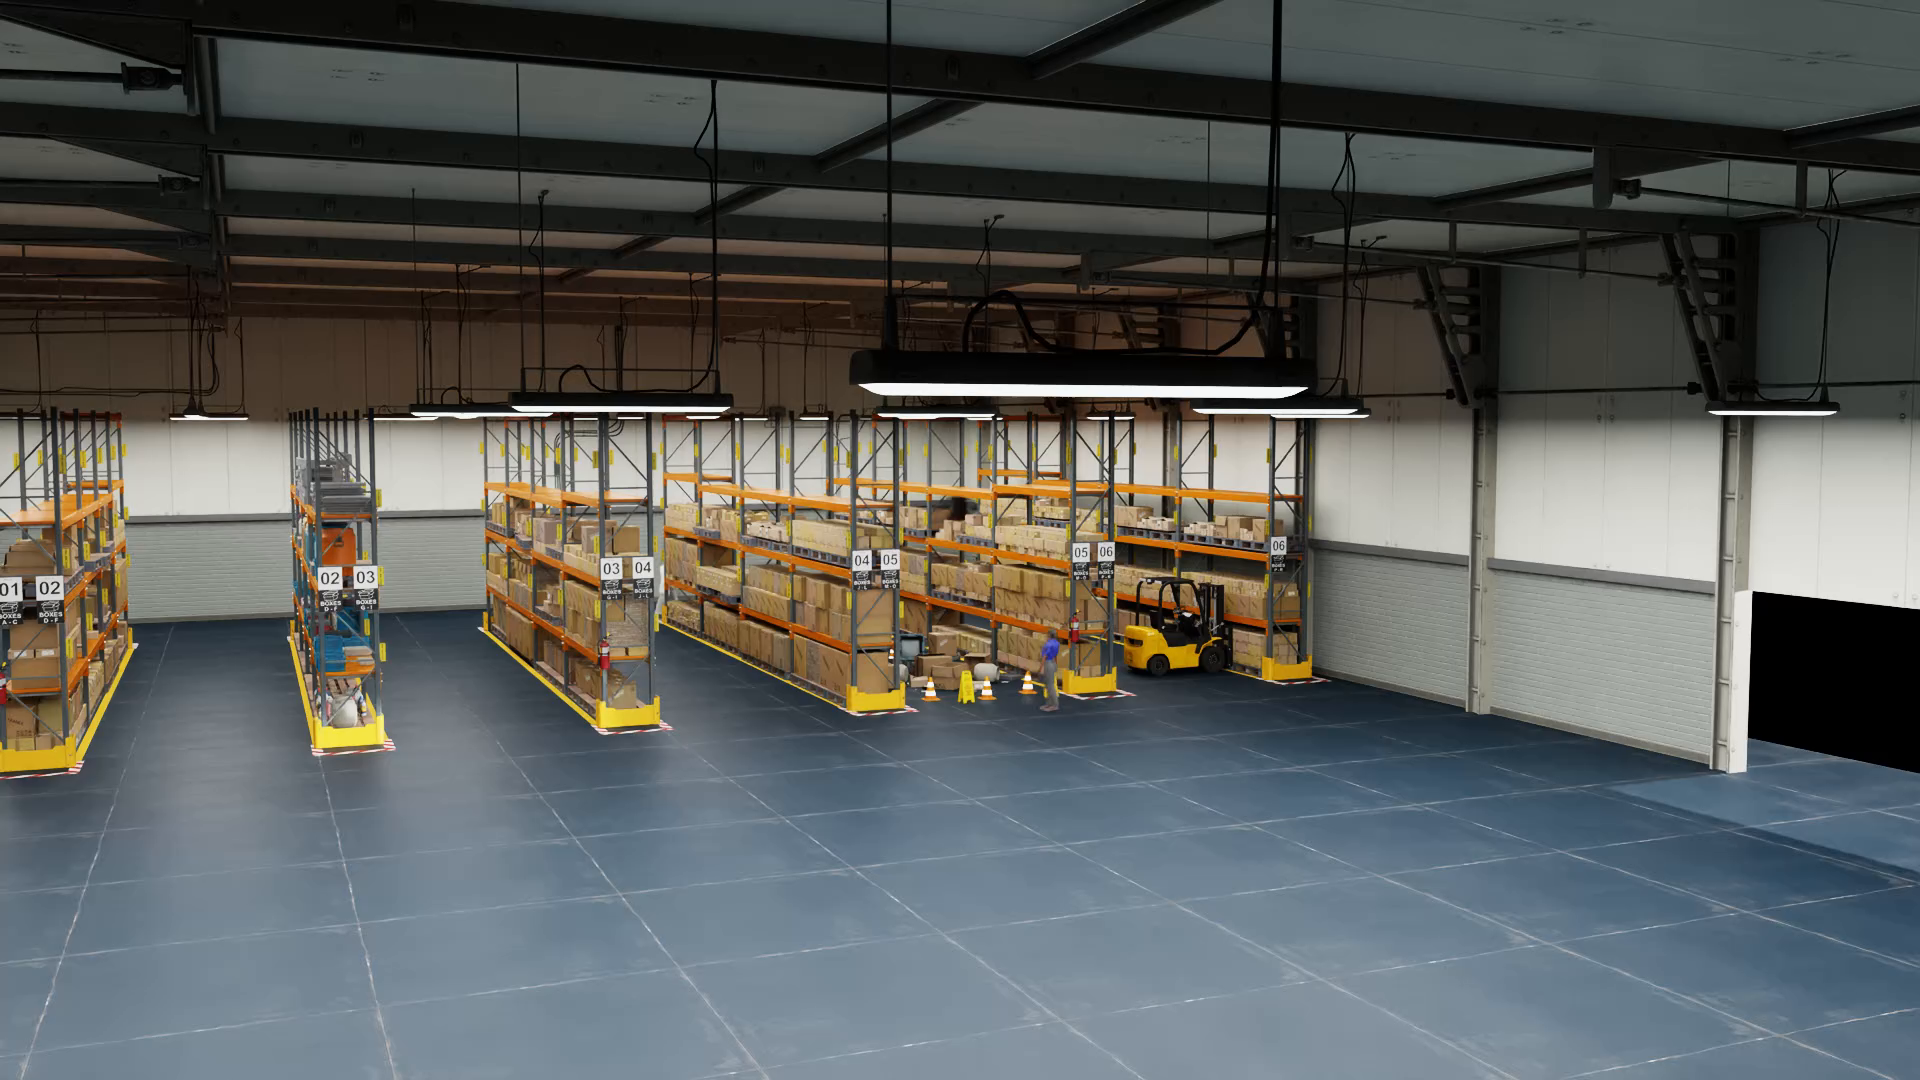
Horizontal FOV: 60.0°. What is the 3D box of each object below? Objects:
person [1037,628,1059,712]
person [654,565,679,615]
[{"bbox_3d":[1.758,2.579,33.164,0.441,1.661,0.454,0,4,7],"label":"person"},{"bbox_3d":[-8.646,1.355,49.648,0.979,1.745,0.705,1,4,8],"label":"person"}]
